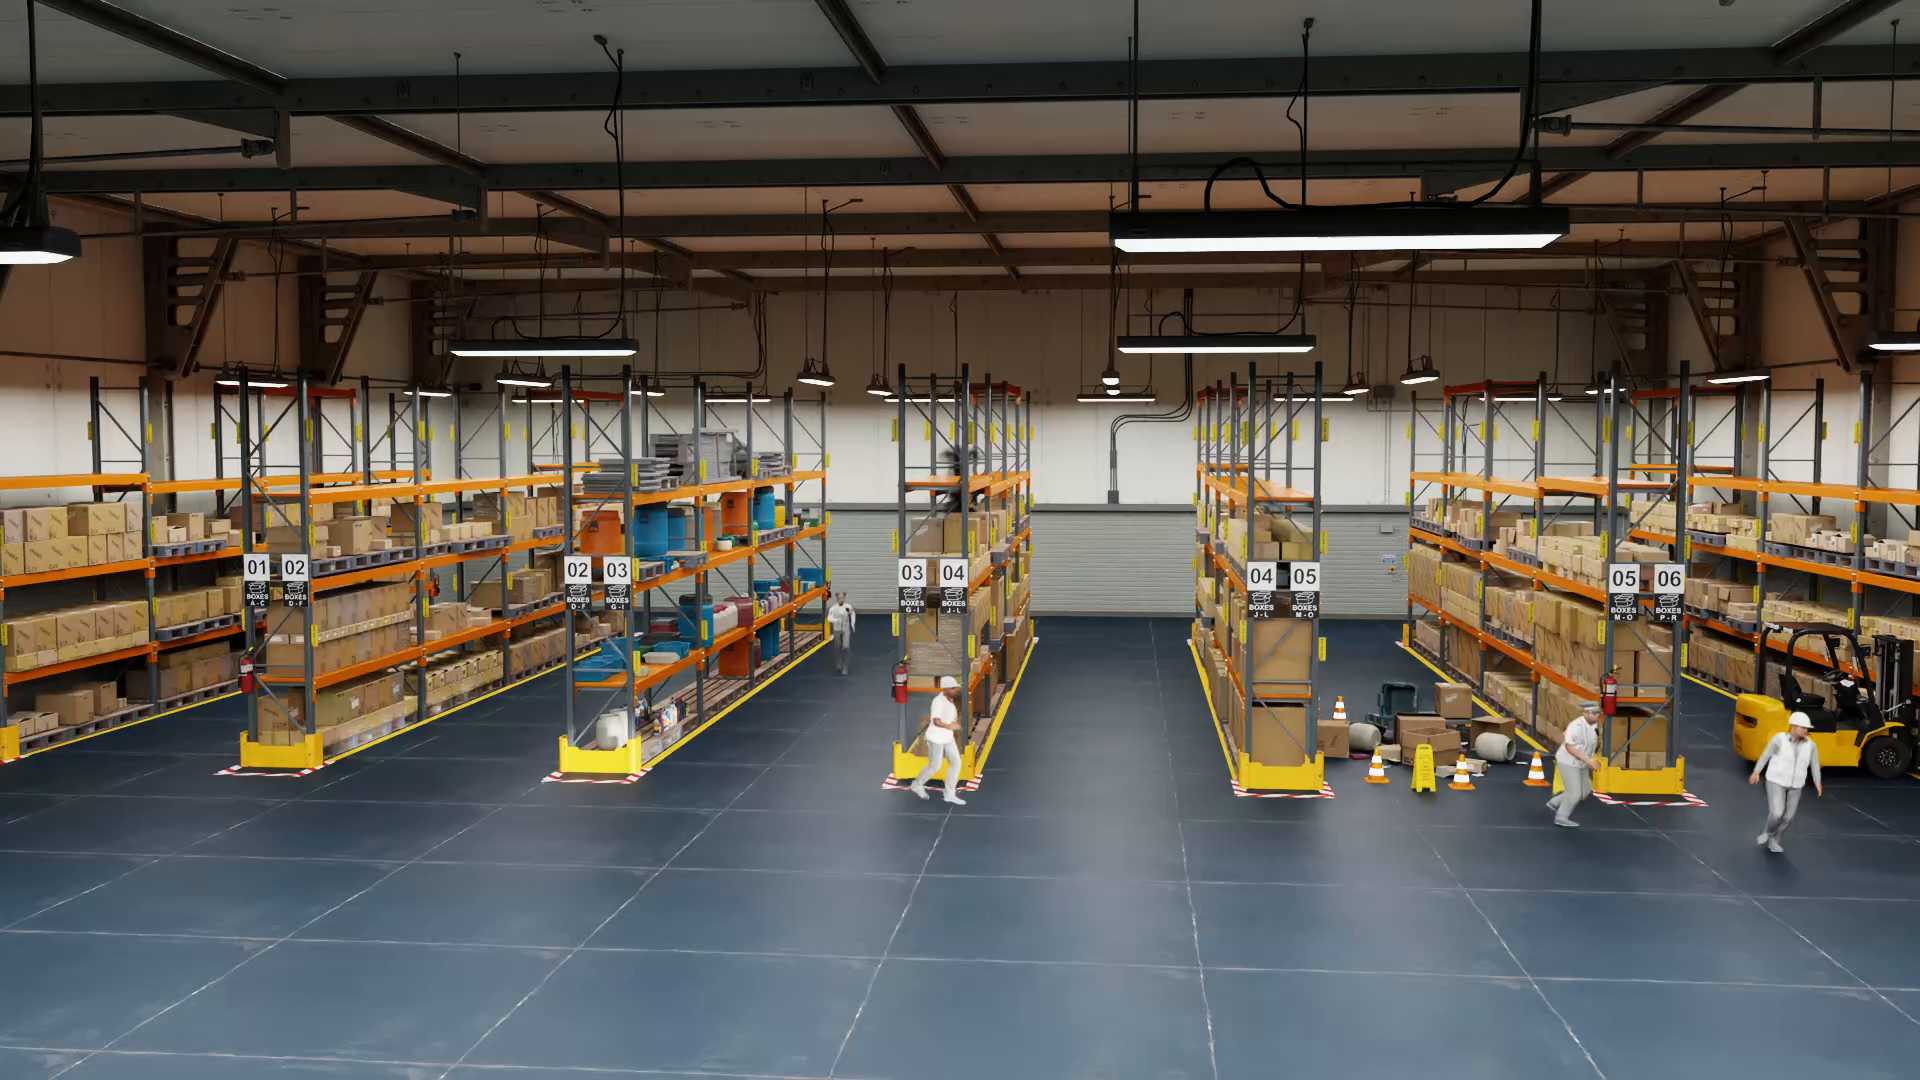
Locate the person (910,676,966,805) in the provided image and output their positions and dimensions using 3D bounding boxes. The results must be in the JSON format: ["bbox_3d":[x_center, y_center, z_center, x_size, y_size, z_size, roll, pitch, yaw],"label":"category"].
[{"bbox_3d":[-0.329,2.684,22.404,0.858,1.724,0.655,2,4,28],"label":"person"}]

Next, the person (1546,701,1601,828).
[{"bbox_3d":[7.790,2.821,21.092,0.636,1.653,0.751,-3,5,-42],"label":"person"}]

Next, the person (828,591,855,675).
[{"bbox_3d":[-2.472,1.932,34.693,0.570,1.747,0.831,0,4,-4],"label":"person"}]

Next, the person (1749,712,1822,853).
[{"bbox_3d":[9.818,2.876,19.709,0.659,1.726,0.651,0,4,-1],"label":"person"}]
